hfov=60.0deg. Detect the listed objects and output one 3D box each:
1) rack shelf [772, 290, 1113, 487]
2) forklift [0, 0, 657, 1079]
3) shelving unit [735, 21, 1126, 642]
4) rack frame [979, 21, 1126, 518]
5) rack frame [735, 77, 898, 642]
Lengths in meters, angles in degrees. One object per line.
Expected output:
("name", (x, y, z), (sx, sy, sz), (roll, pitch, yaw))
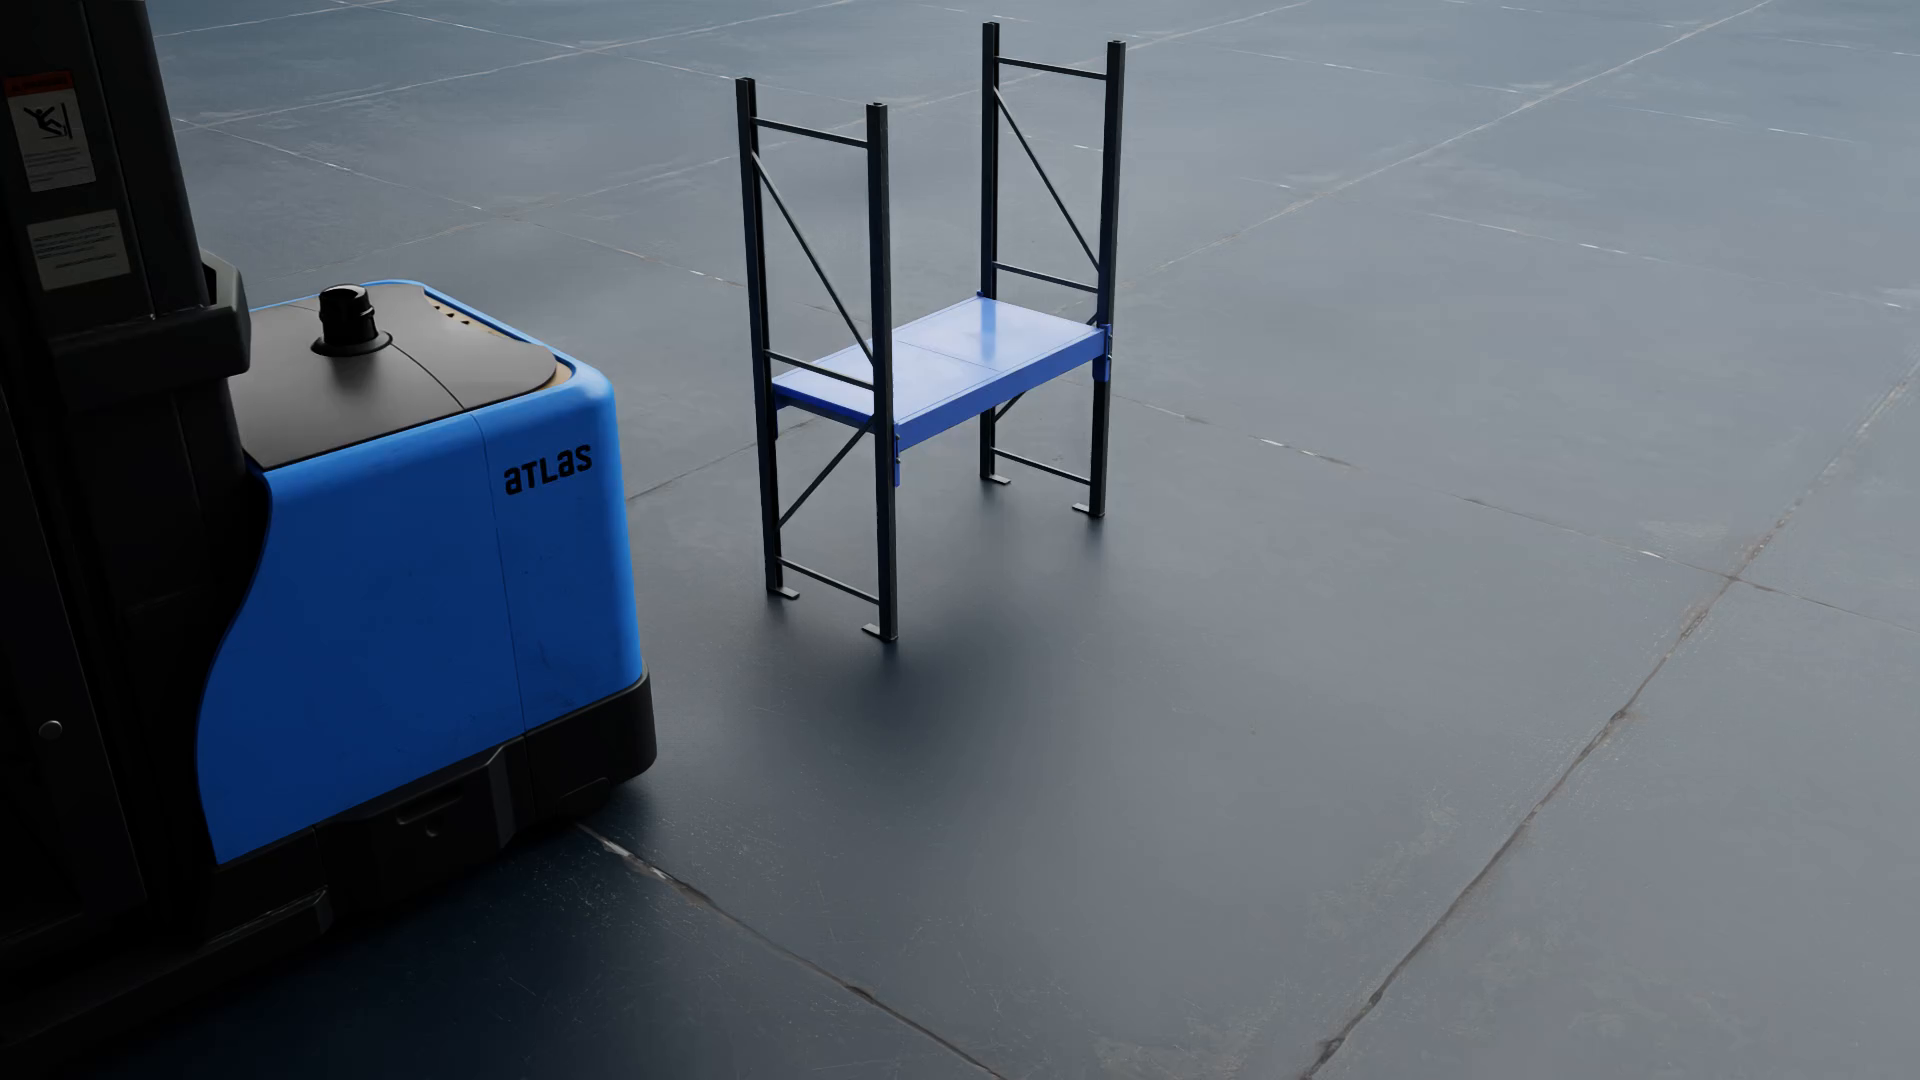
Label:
("rack shelf", (-0.054, -0.476, 4.930), (0.538, 0.185, 1.000), (21, 34, 34))
("forklift", (-2.160, -0.403, 2.840), (3.031, 2.935, 1.130), (-23, 35, -38))
("shelving unit", (-0.054, -0.636, 4.847), (0.538, 1.500, 1.048), (21, 34, 34))
("rack frame", (0.269, -0.816, 5.195), (0.500, 1.500, 0.032), (21, 34, 34))
("rack frame", (-0.378, -0.456, 4.499), (0.500, 1.500, 0.032), (21, 34, 34))
